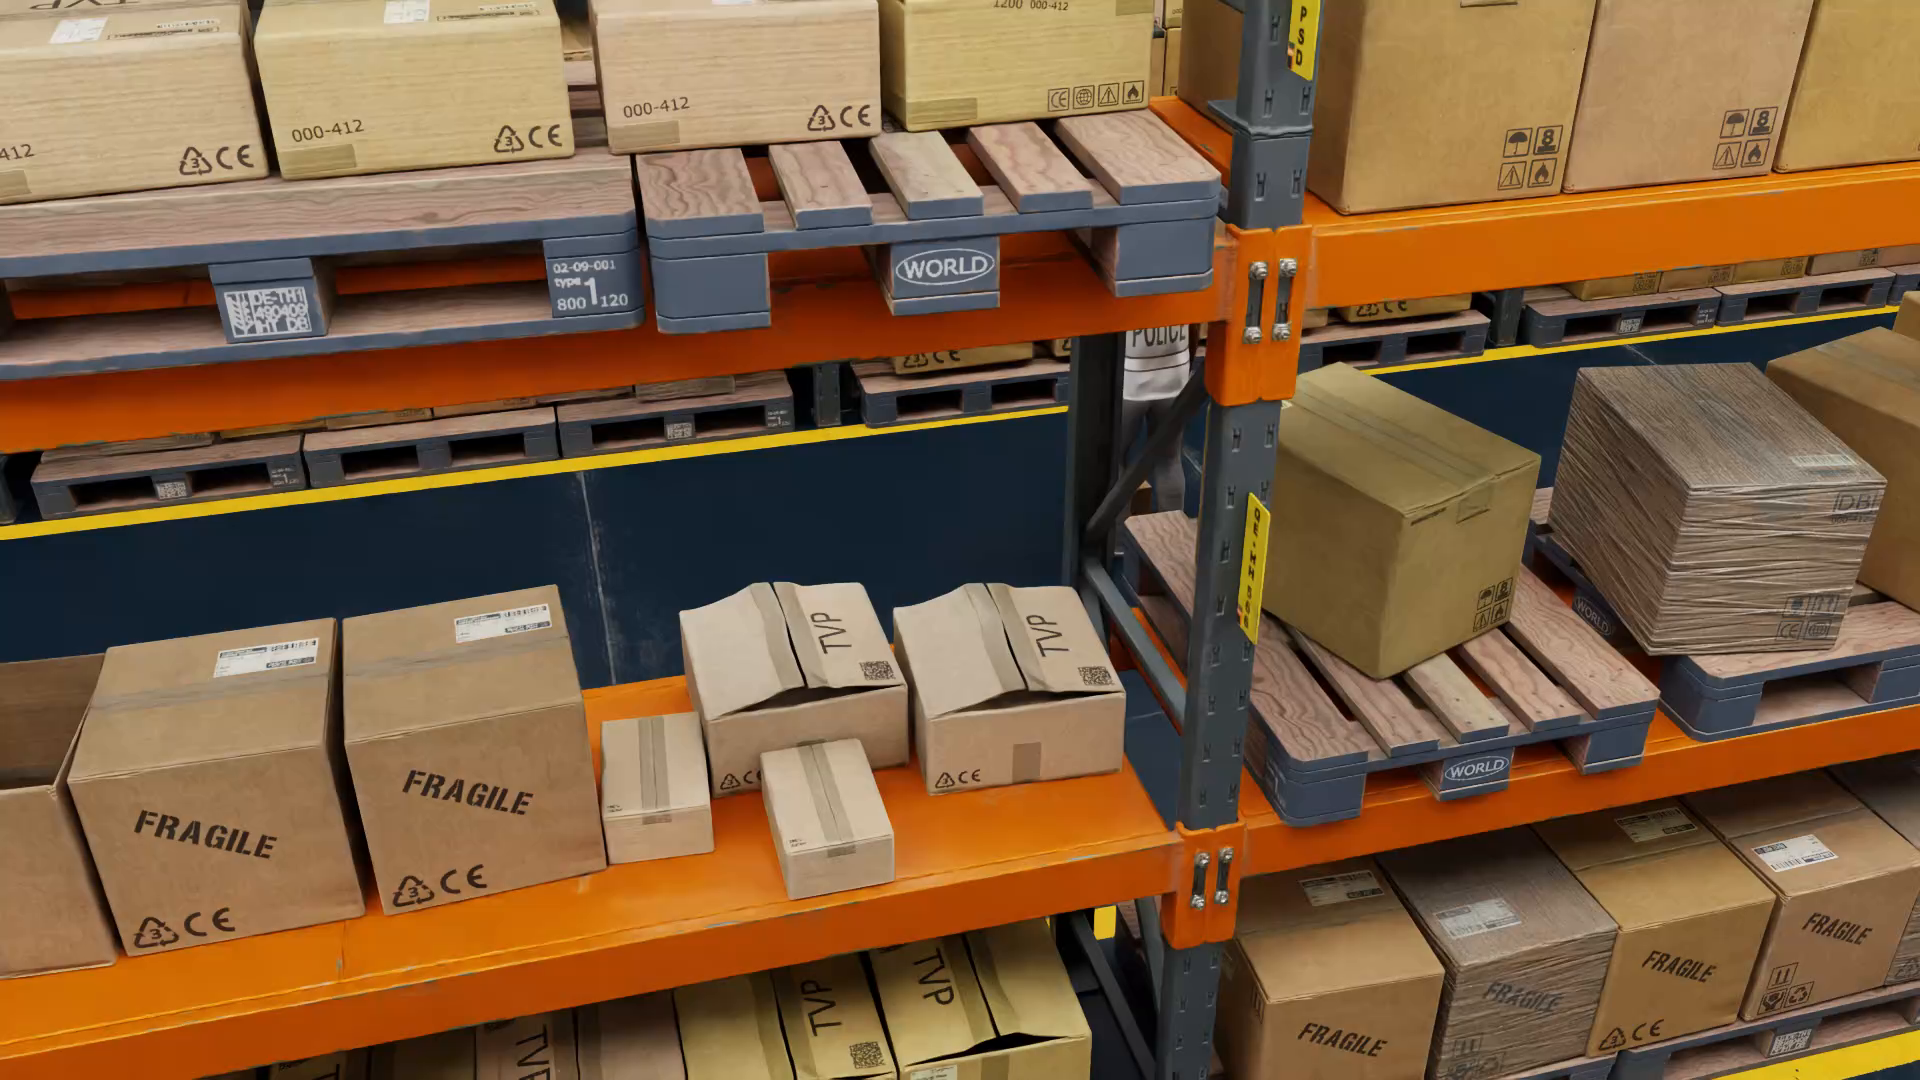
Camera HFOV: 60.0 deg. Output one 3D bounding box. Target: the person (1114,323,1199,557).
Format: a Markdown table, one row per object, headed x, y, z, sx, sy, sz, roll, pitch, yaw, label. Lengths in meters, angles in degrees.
| x | y | z | sx | sy | sz | roll | pitch | yaw | label |
| --- | --- | --- | --- | --- | --- | --- | --- | --- | --- |
| 0.796 | -0.679 | 7.285 | 0.530 | 1.661 | 0.419 | -9 | 32 | -15 | person |
